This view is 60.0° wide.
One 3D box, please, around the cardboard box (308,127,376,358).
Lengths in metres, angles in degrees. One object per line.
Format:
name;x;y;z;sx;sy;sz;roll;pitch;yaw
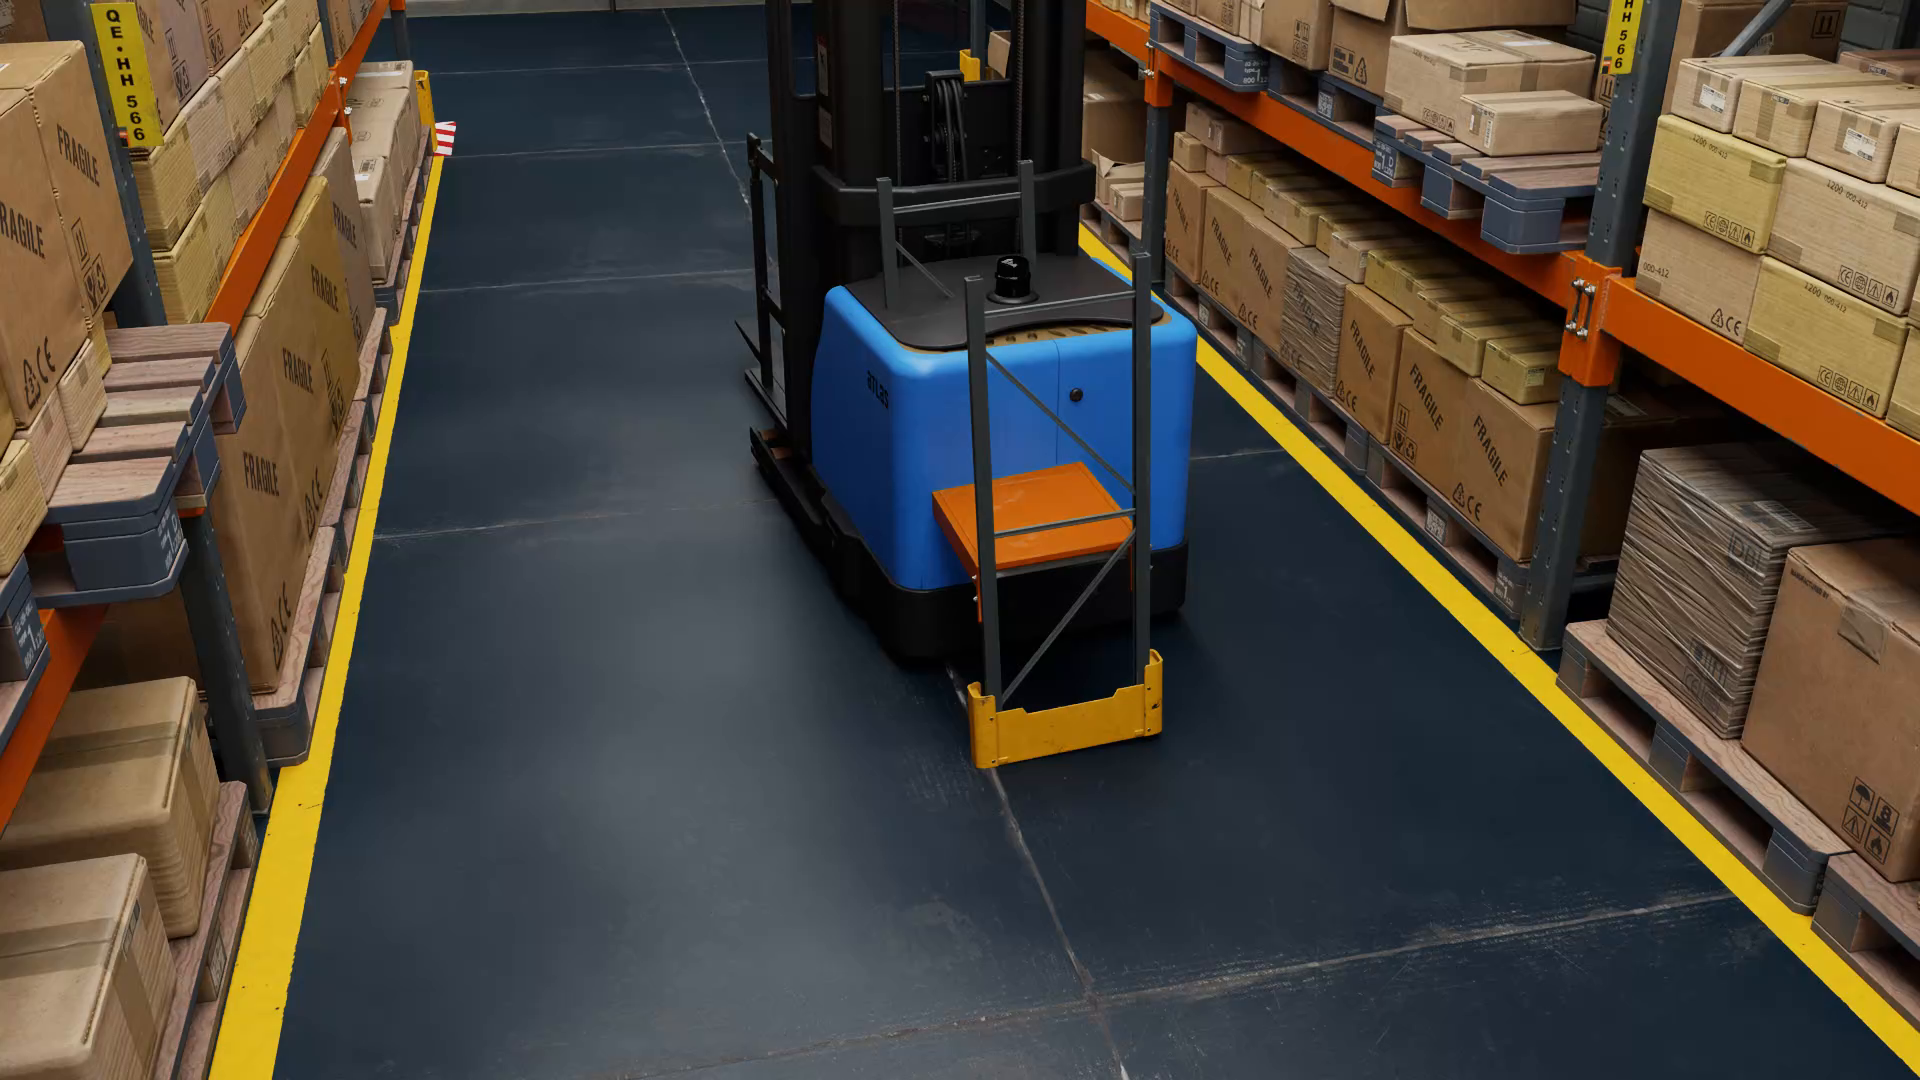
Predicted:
cardboard box;-3.140;-1.264;7.317;0.875;0.875;0.875;-5;27;-10

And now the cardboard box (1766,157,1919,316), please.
cardboard box;2.353;-0.755;4.029;0.500;0.250;0.500;-5;27;-10

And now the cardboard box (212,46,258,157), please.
cardboard box;-2.546;-1.384;5.274;0.500;0.250;0.500;-6;27;-12

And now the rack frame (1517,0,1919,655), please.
rack frame;2.379;-1.039;4.979;1.000;3.000;0.127;-6;27;-12

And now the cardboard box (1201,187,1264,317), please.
cardboard box;1.497;-1.398;7.999;0.500;0.500;0.500;-6;27;-12

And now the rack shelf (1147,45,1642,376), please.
rack shelf;1.928;-1.595;6.880;1.077;0.370;4.000;-6;27;-12

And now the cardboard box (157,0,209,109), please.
cardboard box;-2.450;-1.482;4.637;0.500;0.500;0.500;-6;27;-11

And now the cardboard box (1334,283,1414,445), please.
cardboard box;1.851;-0.724;6.664;0.500;0.500;0.500;-5;27;-9

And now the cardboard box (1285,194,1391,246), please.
cardboard box;1.654;-1.404;7.292;0.380;0.149;0.250;-5;27;-10

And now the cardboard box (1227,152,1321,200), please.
cardboard box;1.506;-1.746;7.968;0.380;0.149;0.250;-7;28;-14

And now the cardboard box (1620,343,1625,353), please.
cardboard box;2.531;-0.780;6.054;0.380;0.149;0.250;-5;27;-10

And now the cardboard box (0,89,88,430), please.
cardboard box;-1.956;-0.501;3.006;0.500;0.500;0.500;-6;27;-12

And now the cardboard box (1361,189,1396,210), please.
cardboard box;2.062;-1.566;7.613;0.380;0.149;0.250;-5;27;-10

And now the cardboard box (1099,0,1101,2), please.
cardboard box;0.965;-3.138;9.418;0.380;0.149;0.250;-5;27;-10

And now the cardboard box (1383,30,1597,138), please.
cardboard box;1.826;-1.589;5.770;0.500;0.250;0.500;-7;28;-14

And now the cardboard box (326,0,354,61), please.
cardboard box;-3.208;-2.566;7.894;0.500;0.500;0.500;-5;27;-10

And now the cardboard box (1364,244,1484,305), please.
cardboard box;1.841;-1.057;6.604;0.380;0.149;0.250;-6;27;-12

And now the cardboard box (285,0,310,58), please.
cardboard box;-2.902;-2.058;6.609;0.500;0.250;0.500;-5;27;-10

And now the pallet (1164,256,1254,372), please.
pallet;1.698;-1.196;8.386;1.003;0.211;1.213;-6;27;-12

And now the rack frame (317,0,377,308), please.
rack frame;-3.358;-2.289;7.456;1.000;3.000;0.127;-6;27;-12

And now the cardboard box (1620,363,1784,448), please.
cardboard box;2.557;-0.324;5.870;0.500;0.500;0.500;-5;27;-10

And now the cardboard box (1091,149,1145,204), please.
cardboard box;0.985;-2.133;9.715;0.396;0.266;0.258;-5;27;-10

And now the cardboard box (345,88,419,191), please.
cardboard box;-3.799;-2.408;10.069;0.875;0.438;0.875;-5;27;-10

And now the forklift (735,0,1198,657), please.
forklift;-0.217;-1.574;6.116;1.130;2.935;3.031;-9;28;-18

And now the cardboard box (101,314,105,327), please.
cardboard box;-2.153;-0.488;3.701;0.380;0.149;0.250;-5;27;-10

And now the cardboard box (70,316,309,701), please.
cardboard box;-2.531;-0.083;4.978;0.875;0.875;0.875;-6;27;-12

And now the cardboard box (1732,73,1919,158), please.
cardboard box;2.225;-1.086;4.242;0.380;0.149;0.250;-5;27;-10

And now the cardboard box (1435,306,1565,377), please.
cardboard box;1.929;-0.707;5.911;0.380;0.149;0.250;-7;28;-14

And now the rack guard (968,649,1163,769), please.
rack guard;0.317;0.502;4.948;0.587;0.250;0.087;-10;28;-12

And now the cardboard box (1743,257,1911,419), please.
cardboard box;2.349;-0.531;4.139;0.500;0.250;0.500;-7;28;-13

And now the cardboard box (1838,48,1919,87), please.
cardboard box;2.649;-1.250;4.568;0.380;0.149;0.250;-5;27;-10

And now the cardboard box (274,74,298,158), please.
cardboard box;-2.802;-1.603;6.264;0.500;0.250;0.500;-7;28;-13

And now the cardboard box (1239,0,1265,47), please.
cardboard box;1.417;-2.273;7.108;0.396;0.266;0.258;-5;27;-9

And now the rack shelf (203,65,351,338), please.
rack shelf;-2.907;-1.090;5.878;1.077;0.370;4.000;-6;27;-12

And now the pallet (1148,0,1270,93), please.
pallet;1.551;-2.347;7.784;1.003;0.211;1.213;-6;27;-12

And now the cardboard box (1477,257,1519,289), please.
cardboard box;2.320;-1.119;6.726;0.380;0.149;0.250;-7;28;-13

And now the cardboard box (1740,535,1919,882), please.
cardboard box;2.661;0.395;4.307;0.875;0.625;0.625;-5;27;-10

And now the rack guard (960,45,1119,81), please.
rack guard;0.593;-3.401;12.434;1.175;0.500;0.348;-6;27;-12

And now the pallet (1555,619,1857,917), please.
pallet;2.526;0.572;4.883;1.003;0.211;1.213;-6;27;-12

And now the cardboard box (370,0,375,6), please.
cardboard box;-3.540;-3.233;9.215;0.500;0.500;0.500;-5;27;-10

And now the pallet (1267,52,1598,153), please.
pallet;1.936;-1.806;6.712;1.003;0.211;1.213;-6;27;-12

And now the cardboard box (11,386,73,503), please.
cardboard box;-1.873;-0.160;3.052;0.380;0.149;0.250;-7;28;-14

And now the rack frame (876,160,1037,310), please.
rack frame;0.022;-0.486;5.516;0.500;1.500;0.032;-10;28;-12

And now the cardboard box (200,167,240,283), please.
cardboard box;-2.454;-0.930;4.930;0.500;0.250;0.500;-7;28;-13

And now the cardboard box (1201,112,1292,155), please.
cardboard box;1.404;-1.995;8.131;0.380;0.149;0.250;-7;28;-14

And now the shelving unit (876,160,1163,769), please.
shelving unit;0.154;-0.268;5.086;0.587;1.500;1.083;-10;28;-12

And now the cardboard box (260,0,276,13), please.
cardboard box;-2.793;-2.158;5.976;0.500;0.500;0.500;-5;27;-10

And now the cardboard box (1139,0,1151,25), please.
cardboard box;1.159;-2.797;8.741;0.380;0.149;0.250;-6;27;-11

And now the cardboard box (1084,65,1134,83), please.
cardboard box;0.798;-2.723;10.623;0.500;0.500;0.500;-5;27;-11

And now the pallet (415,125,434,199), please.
pallet;-4.003;-2.457;10.883;1.003;0.211;1.213;-6;27;-12

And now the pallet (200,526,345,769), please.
pallet;-2.561;0.358;5.306;1.003;0.211;1.213;-6;27;-12
